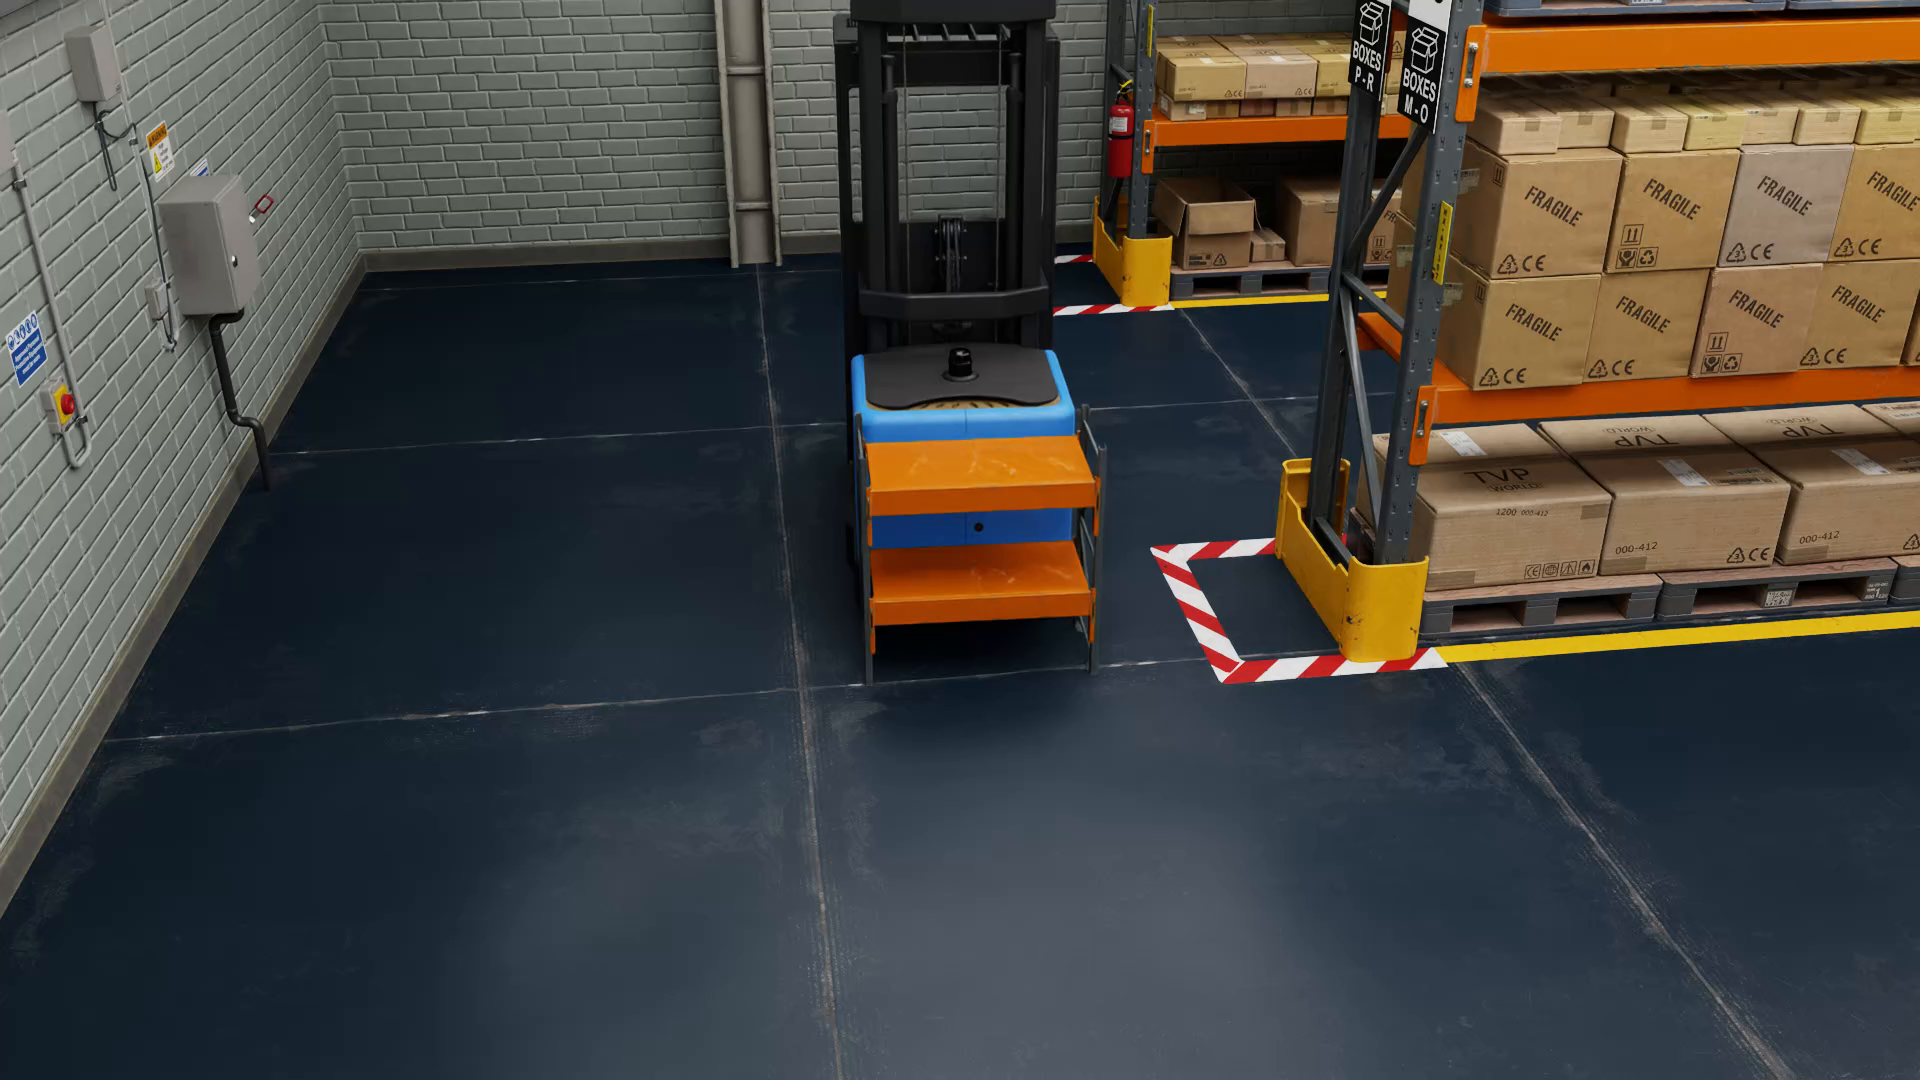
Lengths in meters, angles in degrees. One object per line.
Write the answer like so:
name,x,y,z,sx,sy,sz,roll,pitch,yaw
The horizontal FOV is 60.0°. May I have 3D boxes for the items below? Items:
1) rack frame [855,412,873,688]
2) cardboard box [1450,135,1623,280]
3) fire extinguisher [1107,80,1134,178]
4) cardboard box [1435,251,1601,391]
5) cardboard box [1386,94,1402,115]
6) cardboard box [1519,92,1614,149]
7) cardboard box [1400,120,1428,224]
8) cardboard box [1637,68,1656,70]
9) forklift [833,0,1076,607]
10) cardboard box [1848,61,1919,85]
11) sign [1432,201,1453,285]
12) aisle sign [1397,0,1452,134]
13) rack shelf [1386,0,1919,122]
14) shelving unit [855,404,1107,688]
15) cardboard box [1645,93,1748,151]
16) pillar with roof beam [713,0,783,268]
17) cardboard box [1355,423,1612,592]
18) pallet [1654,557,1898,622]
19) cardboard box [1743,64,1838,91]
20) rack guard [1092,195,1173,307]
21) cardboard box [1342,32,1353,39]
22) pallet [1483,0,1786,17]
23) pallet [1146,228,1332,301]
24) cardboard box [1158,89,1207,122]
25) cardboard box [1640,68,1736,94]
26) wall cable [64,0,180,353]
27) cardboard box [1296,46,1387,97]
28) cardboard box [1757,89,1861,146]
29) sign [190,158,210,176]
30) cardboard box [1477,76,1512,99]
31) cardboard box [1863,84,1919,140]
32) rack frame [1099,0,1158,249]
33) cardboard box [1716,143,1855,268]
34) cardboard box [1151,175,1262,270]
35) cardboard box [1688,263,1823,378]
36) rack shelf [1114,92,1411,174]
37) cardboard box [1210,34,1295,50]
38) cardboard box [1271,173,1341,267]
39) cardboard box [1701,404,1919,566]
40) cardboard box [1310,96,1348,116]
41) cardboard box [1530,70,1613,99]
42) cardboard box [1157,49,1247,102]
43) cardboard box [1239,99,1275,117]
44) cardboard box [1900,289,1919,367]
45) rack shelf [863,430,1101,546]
rack frame,-0.428,0.047,7.425,0.032,1.125,0.500,-3,27,-5
cardboard box,2.411,-1.433,7.052,0.500,0.500,0.500,-4,27,-8
fire extinguisher,1.120,-2.867,11.545,0.183,0.674,0.296,-4,27,-7
cardboard box,2.412,-0.987,7.279,0.500,0.500,0.500,-4,27,-8
cardboard box,3.105,-3.156,11.890,0.250,0.149,0.380,-3,27,-6
cardboard box,2.536,-1.766,6.991,0.250,0.149,0.380,-3,27,-6
cardboard box,2.341,-1.670,7.513,0.500,0.500,0.500,-3,27,-5
cardboard box,4.692,-3.463,12.052,0.500,0.250,0.500,-3,27,-6
forklift,-0.080,-1.603,8.664,1.130,2.935,3.031,-2,27,-4
cardboard box,4.251,-2.068,7.579,0.250,0.149,0.380,-4,27,-7
sign,1.968,-1.211,6.789,0.005,0.325,0.100,-4,27,-7
aisle sign,1.865,-2.063,6.637,0.004,0.787,0.394,-4,27,-7
rack shelf,3.877,-2.184,7.222,4.000,0.370,1.077,-4,27,-7
shelving unit,0.078,0.025,7.468,1.048,1.125,0.538,-3,27,-5
cardboard box,3.067,-1.756,6.971,0.250,0.149,0.380,-5,28,-9
pillar with roof beam,-0.995,-4.245,7.165,0.400,9.000,9.100,-4,27,-7
cardboard box,2.536,-0.176,8.154,0.875,0.438,0.875,-5,28,-9
pallet,3.883,0.036,8.448,1.213,0.211,1.003,-4,27,-7
cardboard box,3.742,-2.047,7.539,0.250,0.149,0.380,-3,27,-5
rack guard,1.276,-2.178,12.448,0.348,0.500,1.175,-4,27,-7
cardboard box,3.139,-3.595,12.309,0.500,0.250,0.500,-4,27,-7
pallet,2.629,-2.389,6.931,1.213,0.211,1.003,-4,27,-7
pallet,2.066,-2.101,12.613,1.213,0.211,1.003,-4,27,-7
cardboard box,1.565,-3.071,11.724,0.250,0.149,0.380,-4,27,-8
cardboard box,3.240,-1.997,7.440,0.250,0.149,0.380,-4,27,-8
wall cable,-3.893,-1.765,7.791,0.122,1.984,0.588,-4,27,-7
cardboard box,2.689,-3.324,11.781,0.500,0.250,0.500,-4,27,-8
cardboard box,3.573,-1.793,7.044,0.250,0.149,0.380,-3,27,-7
sign,-4.106,-1.799,9.075,0.001,0.494,0.329,-4,27,-7
cardboard box,2.224,-1.933,7.317,0.250,0.149,0.380,-3,27,-6
cardboard box,4.081,-1.836,7.126,0.250,0.149,0.380,-4,27,-7
rack frame,1.201,-3.286,11.868,0.127,3.000,1.000,-4,27,-7
cardboard box,3.431,-1.505,7.193,0.500,0.500,0.500,-4,27,-8
cardboard box,1.820,-2.358,12.334,0.637,0.503,0.797,-5,28,-9
cardboard box,3.415,-1.056,7.413,0.500,0.500,0.500,-4,27,-7
rack shelf,3.182,-3.093,12.280,4.000,0.370,1.077,-4,27,-7
cardboard box,2.130,-3.533,12.188,0.500,0.250,0.500,-4,27,-7
cardboard box,2.672,-2.393,12.406,0.500,0.500,0.700,-3,27,-5
cardboard box,4.334,-0.295,8.385,0.875,0.438,0.875,-4,27,-9
cardboard box,2.587,-3.148,11.875,0.250,0.149,0.380,-3,27,-6
cardboard box,2.716,-2.015,7.475,0.250,0.149,0.380,-4,27,-8
cardboard box,1.688,-3.258,11.653,0.500,0.250,0.500,-4,27,-7
cardboard box,2.066,-3.140,11.859,0.250,0.149,0.380,-4,27,-8
cardboard box,4.429,-1.122,7.541,0.500,0.500,0.500,-4,27,-8
rack shelf,0.078,-0.235,7.334,1.000,0.278,0.538,-3,27,-5
